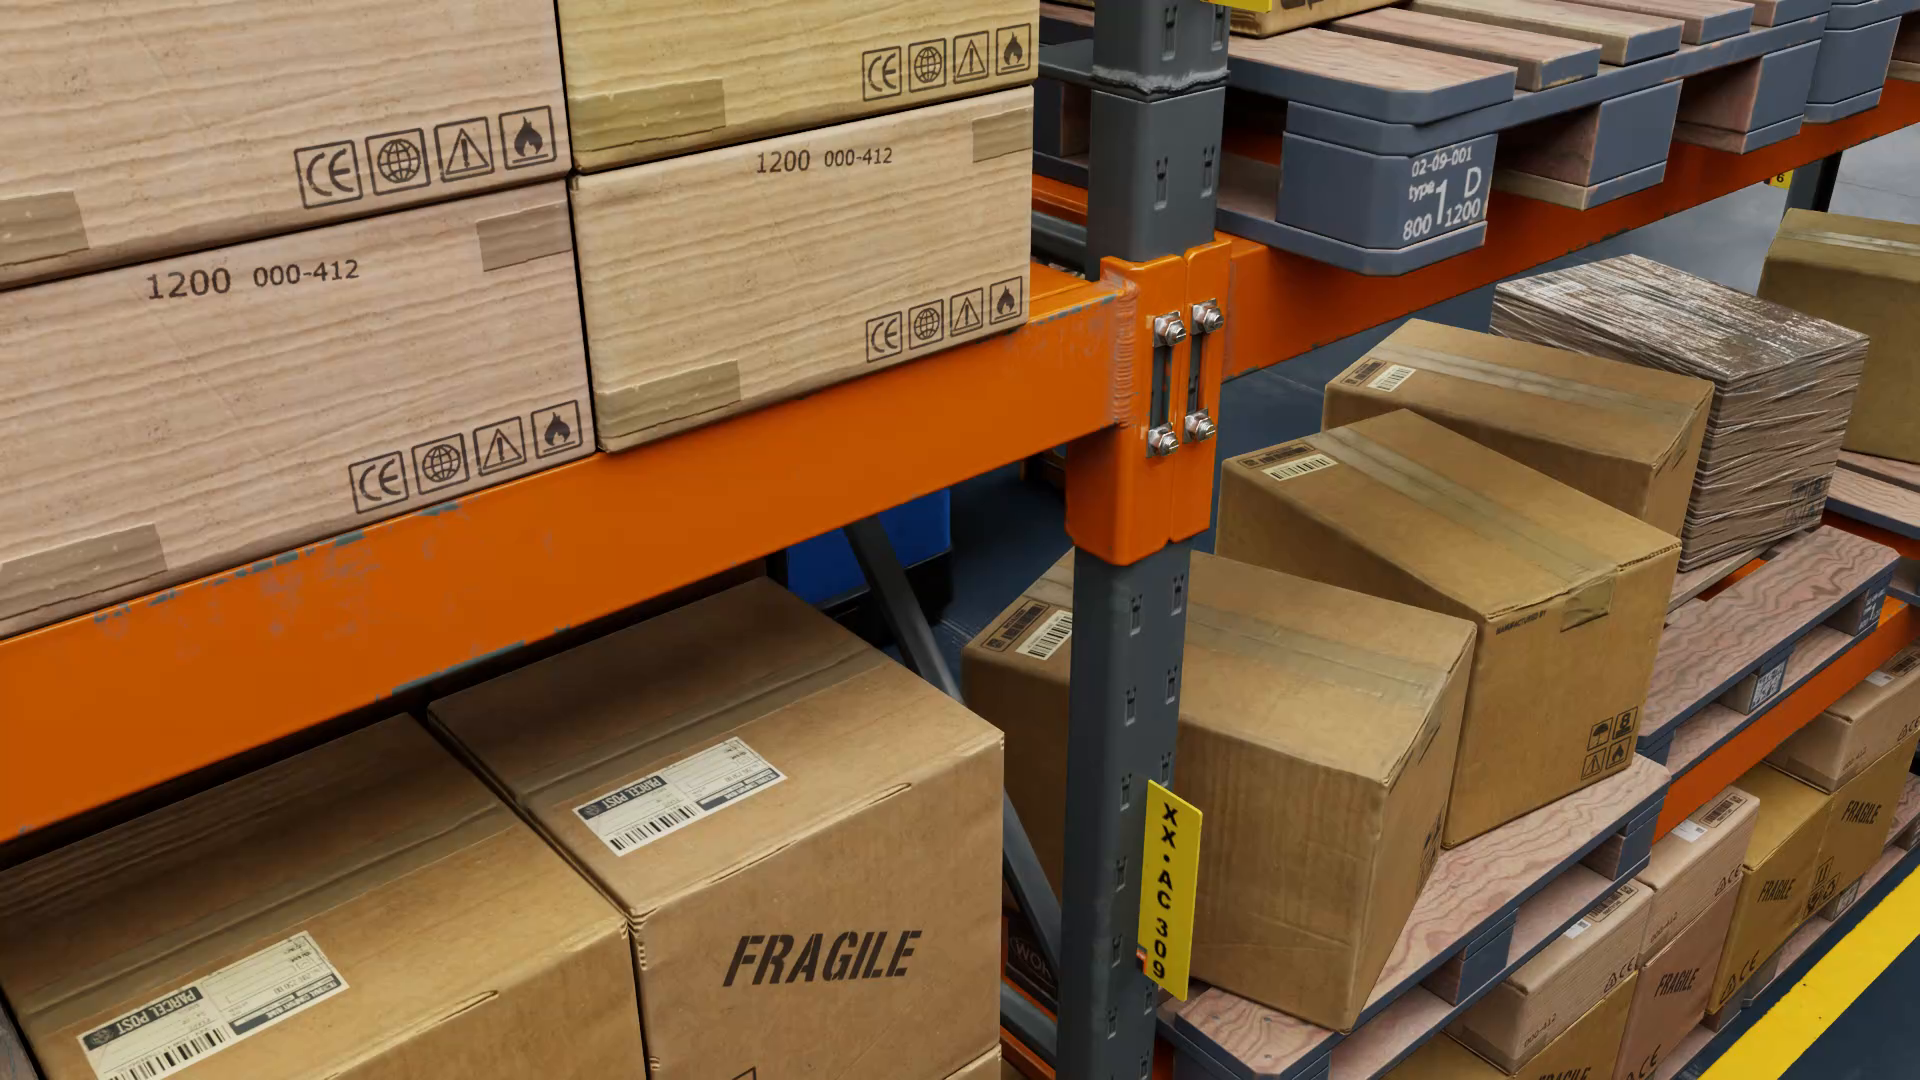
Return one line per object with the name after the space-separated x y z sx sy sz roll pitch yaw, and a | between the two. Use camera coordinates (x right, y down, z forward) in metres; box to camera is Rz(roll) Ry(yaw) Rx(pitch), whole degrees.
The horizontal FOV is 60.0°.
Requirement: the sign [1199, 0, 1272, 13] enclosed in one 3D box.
0.279 -0.691 1.630 0.005 0.325 0.100 -22 35 -35 | sign

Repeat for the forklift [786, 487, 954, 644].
-1.472 -0.722 5.492 3.031 2.935 1.130 -22 35 -35 | forklift

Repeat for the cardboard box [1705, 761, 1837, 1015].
2.011 0.881 4.605 0.500 0.500 0.500 -23 36 -37 | cardboard box

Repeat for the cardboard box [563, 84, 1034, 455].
-0.276 -0.345 1.690 0.500 0.250 0.500 -22 35 -35 | cardboard box

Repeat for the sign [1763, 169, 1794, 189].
2.601 -1.265 5.206 0.005 0.325 0.100 -22 35 -35 | sign

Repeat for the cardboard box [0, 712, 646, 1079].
-0.684 0.587 1.801 0.500 0.500 0.500 -23 36 -36 | cardboard box

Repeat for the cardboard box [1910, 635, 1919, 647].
3.553 0.416 5.760 0.500 0.250 0.500 -22 35 -35 | cardboard box

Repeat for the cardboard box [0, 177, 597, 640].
-0.663 -0.196 1.411 0.500 0.250 0.500 -22 35 -35 | cardboard box

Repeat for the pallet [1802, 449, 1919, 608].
2.494 -0.239 4.719 1.003 0.211 1.213 -22 35 -35 | pallet

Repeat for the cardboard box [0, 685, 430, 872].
-1.012 0.384 2.183 0.500 0.500 0.500 -23 36 -36 | cardboard box

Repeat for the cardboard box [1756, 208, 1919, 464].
2.558 -0.553 4.550 0.700 0.500 0.500 15 32 26 | cardboard box

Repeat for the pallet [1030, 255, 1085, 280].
0.366 -1.327 9.509 1.213 0.211 1.003 -22 35 -35 | pallet

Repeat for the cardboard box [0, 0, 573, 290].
-0.655 -0.412 1.285 0.500 0.250 0.500 -22 35 -35 | cardboard box

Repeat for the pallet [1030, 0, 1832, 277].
0.463 -0.747 2.482 1.003 0.211 1.213 -22 35 -35 | pallet

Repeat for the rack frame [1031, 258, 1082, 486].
0.509 -0.867 7.280 0.032 1.500 0.500 -22 35 -35 | rack frame

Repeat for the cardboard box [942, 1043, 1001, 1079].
-0.293 0.868 2.337 0.500 0.500 0.500 -21 35 -34 | cardboard box

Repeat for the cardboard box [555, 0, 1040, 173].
-0.273 -0.564 1.569 0.500 0.250 0.500 -22 35 -35 | cardboard box

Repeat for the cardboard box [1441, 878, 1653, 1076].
1.208 0.878 3.813 0.500 0.250 0.500 -22 35 -35 | cardboard box

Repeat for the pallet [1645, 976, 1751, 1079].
1.444 1.260 4.669 1.213 0.211 1.003 -22 35 -35 | pallet

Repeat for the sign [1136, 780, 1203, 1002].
0.279 0.478 2.255 0.005 0.325 0.100 -22 35 -35 | sign

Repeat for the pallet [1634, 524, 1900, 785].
1.488 0.125 4.037 1.213 0.211 1.003 -22 35 -35 | pallet

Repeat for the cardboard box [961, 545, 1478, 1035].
0.427 0.373 2.817 0.700 0.500 0.500 15 32 26 | cardboard box

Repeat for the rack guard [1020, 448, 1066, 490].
0.494 -0.309 7.564 0.087 0.250 0.587 -22 35 -35 | rack guard

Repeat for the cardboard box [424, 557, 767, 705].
-0.620 0.226 2.479 0.500 0.500 0.500 -21 34 -34 | cardboard box

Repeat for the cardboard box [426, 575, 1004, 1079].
-0.296 0.430 2.096 0.500 0.500 0.500 -22 35 -35 | cardboard box

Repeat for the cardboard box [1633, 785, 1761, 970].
1.589 0.725 4.101 0.500 0.250 0.500 -23 36 -36 | cardboard box

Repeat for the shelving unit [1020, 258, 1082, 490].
0.115 -0.708 6.984 1.083 1.500 0.587 -22 35 -35 | shelving unit

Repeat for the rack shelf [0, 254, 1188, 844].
-1.600 0.274 1.136 4.000 0.370 1.077 -22 35 -35 | rack shelf

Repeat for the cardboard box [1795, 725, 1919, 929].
2.405 0.722 4.901 0.500 0.500 0.500 -20 34 -33 | cardboard box

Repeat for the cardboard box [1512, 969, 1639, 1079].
1.231 1.198 4.011 0.500 0.500 0.500 -21 35 -34 | cardboard box

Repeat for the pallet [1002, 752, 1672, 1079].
0.600 0.547 3.248 1.213 0.211 1.003 -22 35 -35 | pallet

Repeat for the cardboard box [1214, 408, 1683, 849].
0.909 0.140 3.254 0.500 0.500 0.700 -16 32 -27 | cardboard box

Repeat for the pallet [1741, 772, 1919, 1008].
2.372 0.888 5.364 1.213 0.211 1.003 -22 35 -35 | pallet

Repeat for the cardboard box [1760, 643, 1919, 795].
2.365 0.410 4.689 0.500 0.250 0.500 -20 34 -33 | cardboard box

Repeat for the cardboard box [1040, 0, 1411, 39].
0.352 -1.057 2.205 0.600 0.600 0.600 25 37 38 | cardboard box

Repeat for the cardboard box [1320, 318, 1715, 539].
1.225 -0.125 3.749 0.700 0.500 0.500 18 33 30 | cardboard box

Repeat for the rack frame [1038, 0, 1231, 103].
-0.079 -1.979 1.405 0.127 3.000 1.000 -22 35 -35 | rack frame

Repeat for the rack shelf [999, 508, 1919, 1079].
1.443 0.373 4.133 4.000 0.370 1.077 -22 35 -35 | rack shelf

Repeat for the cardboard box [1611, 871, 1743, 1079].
1.616 1.043 4.301 0.500 0.500 0.500 -23 36 -37 | cardboard box

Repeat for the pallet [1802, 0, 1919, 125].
1.250 -1.065 3.078 1.003 0.211 1.213 -22 35 -35 | pallet

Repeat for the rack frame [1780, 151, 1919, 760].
2.964 -0.556 5.109 0.127 3.000 1.000 -22 35 -35 | rack frame

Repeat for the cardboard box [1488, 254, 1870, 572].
1.738 -0.341 4.154 0.500 0.500 0.700 -15 32 -26 | cardboard box

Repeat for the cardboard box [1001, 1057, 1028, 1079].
0.110 1.322 3.779 0.500 0.500 0.500 -22 35 -35 | cardboard box

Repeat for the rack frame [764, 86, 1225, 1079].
-0.079 0.667 2.819 0.127 3.000 1.000 -22 35 -35 | rack frame

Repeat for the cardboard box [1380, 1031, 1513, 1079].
0.846 1.348 3.730 0.500 0.500 0.500 -21 35 -34 | cardboard box

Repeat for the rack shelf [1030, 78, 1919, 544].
1.443 -0.950 3.426 4.000 0.370 1.077 -22 35 -35 | rack shelf
